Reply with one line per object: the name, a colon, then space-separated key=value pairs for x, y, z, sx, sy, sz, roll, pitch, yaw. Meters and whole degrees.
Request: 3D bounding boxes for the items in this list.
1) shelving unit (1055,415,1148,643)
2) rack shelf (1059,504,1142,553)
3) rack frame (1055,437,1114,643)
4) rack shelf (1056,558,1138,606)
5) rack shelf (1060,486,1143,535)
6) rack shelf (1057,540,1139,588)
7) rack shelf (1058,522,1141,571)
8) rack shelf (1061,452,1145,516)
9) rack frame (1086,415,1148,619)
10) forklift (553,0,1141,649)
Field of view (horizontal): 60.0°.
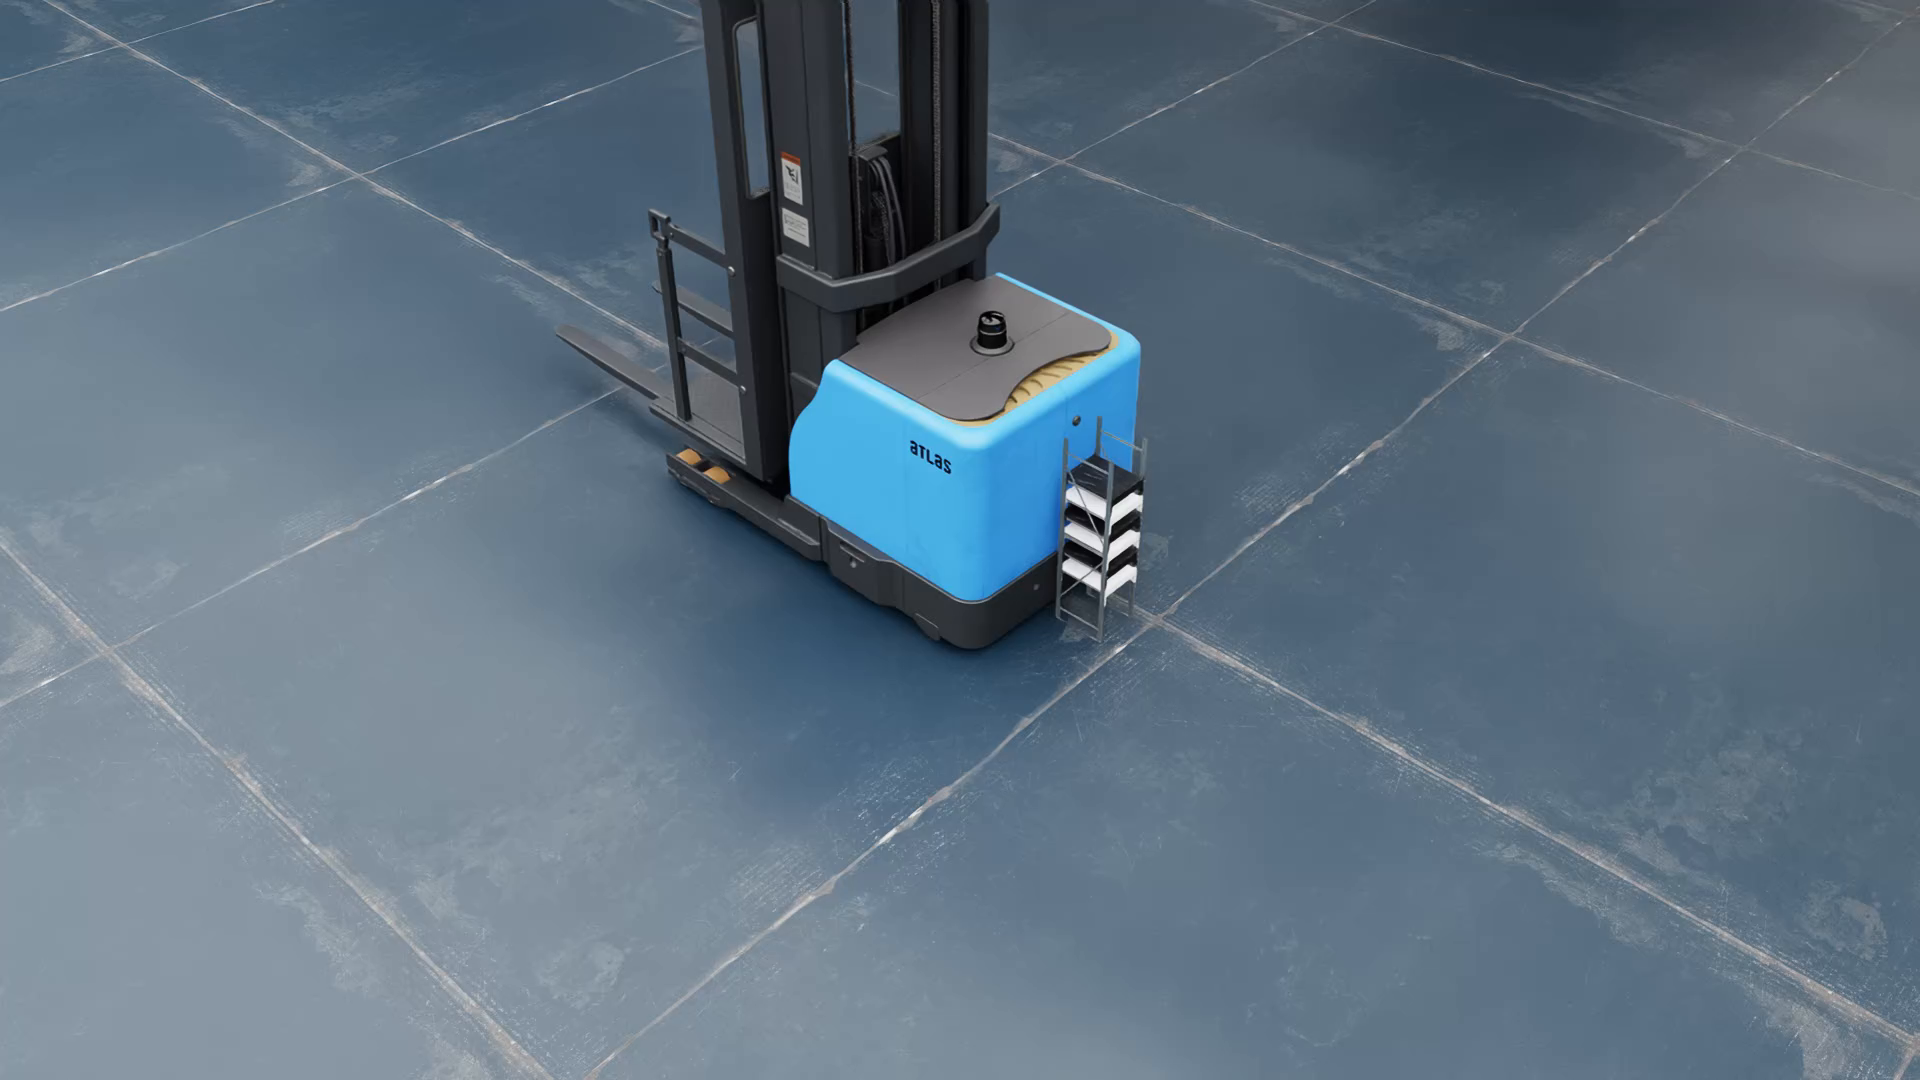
shelving unit: x=0.551 y=-0.032 z=6.567 sx=0.258 sy=0.900 sz=0.210 roll=30 pitch=47 yaw=32
rack shelf: x=0.551 y=-0.076 z=6.532 sx=0.258 sy=0.077 sz=0.200 roll=30 pitch=47 yaw=32
rack frame: x=0.482 y=0.015 z=6.509 sx=0.240 sy=0.900 sz=0.006 roll=30 pitch=47 yaw=32
rack shelf: x=0.551 y=0.135 z=6.700 sx=0.258 sy=0.077 sz=0.200 roll=30 pitch=47 yaw=32
rack shelf: x=0.551 y=-0.147 z=6.476 sx=0.258 sy=0.077 sz=0.200 roll=30 pitch=47 yaw=32
rack shelf: x=0.551 y=0.064 z=6.644 sx=0.258 sy=0.077 sz=0.200 roll=30 pitch=47 yaw=32
rack shelf: x=0.551 y=-0.006 z=6.588 sx=0.258 sy=0.077 sz=0.200 roll=30 pitch=47 yaw=32
rack shelf: x=0.551 y=-0.217 z=6.420 sx=0.258 sy=0.077 sz=0.200 roll=30 pitch=47 yaw=32
rack frame: x=0.619 y=-0.079 z=6.626 sx=0.240 sy=0.900 sz=0.006 roll=30 pitch=47 yaw=32
forklift: x=-0.684 y=-1.517 z=6.803 sx=3.031 sy=2.935 sz=1.130 roll=31 pitch=48 yaw=33
